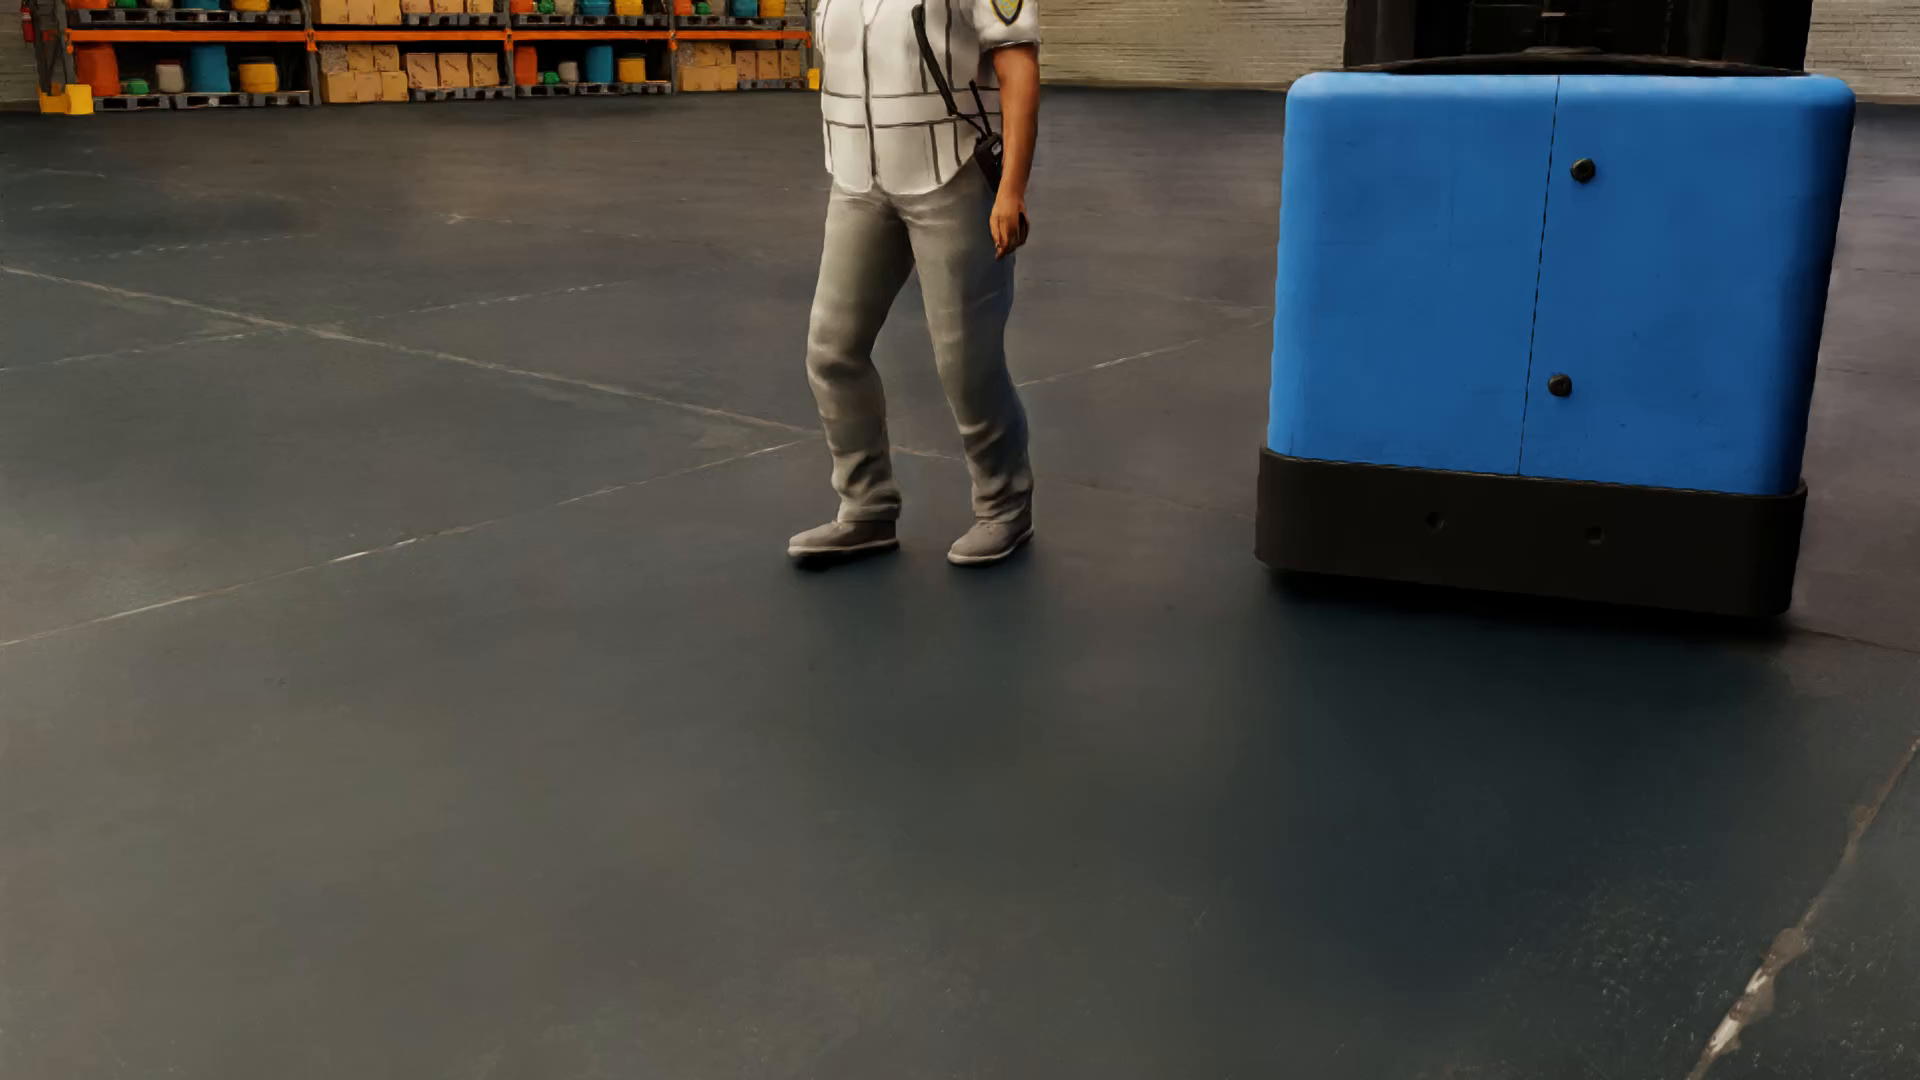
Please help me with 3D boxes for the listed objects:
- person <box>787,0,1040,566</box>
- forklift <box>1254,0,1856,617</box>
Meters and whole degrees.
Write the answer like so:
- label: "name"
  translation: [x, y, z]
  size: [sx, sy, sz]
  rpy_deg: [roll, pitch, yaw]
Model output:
- label: "person"
  translation: [-0.073, -0.745, 3.595]
  size: [0.624, 1.640, 0.526]
  rpy_deg: [11, 20, 31]
- label: "forklift"
  translation: [1.606, -1.642, 4.304]
  size: [1.130, 2.935, 3.031]
  rpy_deg: [6, 18, 19]
